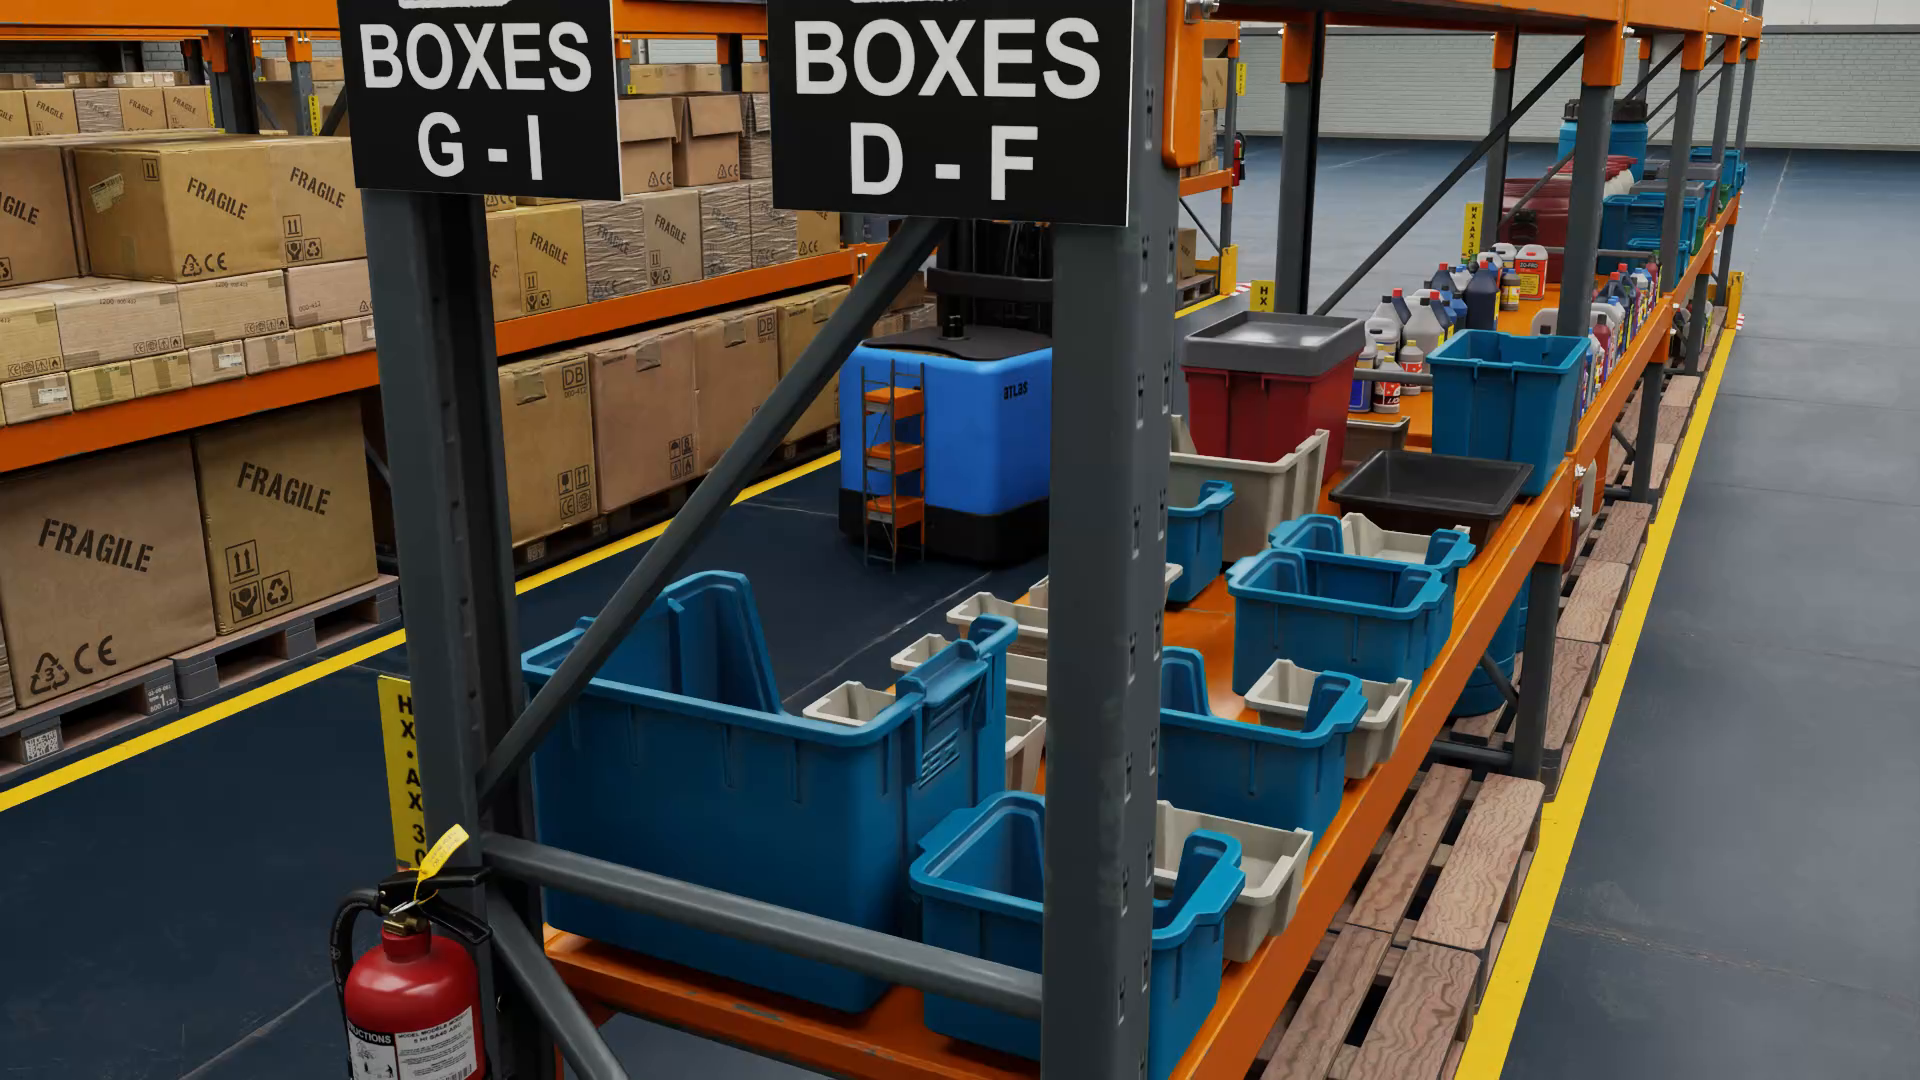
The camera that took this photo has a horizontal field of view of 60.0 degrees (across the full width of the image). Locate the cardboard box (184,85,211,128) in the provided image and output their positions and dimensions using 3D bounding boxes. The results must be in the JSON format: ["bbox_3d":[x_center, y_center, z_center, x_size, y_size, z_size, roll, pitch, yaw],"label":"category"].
[{"bbox_3d":[-8.188,-4.701,18.148,0.500,0.500,0.500,8,18,24],"label":"cardboard box"}]

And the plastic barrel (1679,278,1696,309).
[{"bbox_3d":[6.448,-2.288,15.090,0.421,0.512,0.421,0,17,0],"label":"plastic barrel"}]

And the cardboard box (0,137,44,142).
[{"bbox_3d":[-6.581,-2.708,11.532,0.380,0.149,0.250,8,18,25],"label":"cardboard box"}]

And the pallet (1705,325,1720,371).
[{"bbox_3d":[5.991,-1.706,14.397,1.003,0.211,1.213,8,18,25],"label":"pallet"}]

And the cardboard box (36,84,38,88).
[{"bbox_3d":[-12.079,-5.776,21.364,0.380,0.149,0.250,8,18,24],"label":"cardboard box"}]

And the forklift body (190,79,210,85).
[{"bbox_3d":[-10.057,-4.983,22.025,2.313,2.155,1.214,8,18,25],"label":"forklift body"}]

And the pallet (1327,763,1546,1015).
[{"bbox_3d":[1.242,1.002,5.281,1.003,0.211,1.213,8,18,25],"label":"pallet"}]

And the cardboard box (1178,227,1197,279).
[{"bbox_3d":[2.172,-3.060,17.712,0.500,0.500,0.500,12,20,36],"label":"cardboard box"}]

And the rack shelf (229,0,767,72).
[{"bbox_3d":[-2.002,-2.760,9.043,1.077,0.370,4.000,8,18,25],"label":"rack shelf"}]

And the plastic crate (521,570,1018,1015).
[{"bbox_3d":[-0.269,0.337,2.455,0.616,0.435,0.499,8,18,25],"label":"plastic crate"}]

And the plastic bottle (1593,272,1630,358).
[{"bbox_3d":[2.762,-0.958,7.067,0.144,0.351,0.185,8,18,25],"label":"plastic bottle"}]

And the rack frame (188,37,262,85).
[{"bbox_3d":[-8.187,-4.456,18.759,1.000,3.000,0.127,8,18,25],"label":"rack frame"}]

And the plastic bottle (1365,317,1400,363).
[{"bbox_3d":[1.586,-0.702,6.339,0.152,0.276,0.135,8,18,25],"label":"plastic bottle"}]

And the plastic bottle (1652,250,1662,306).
[{"bbox_3d":[3.524,-1.333,8.449,0.061,0.283,0.133,8,18,25],"label":"plastic bottle"}]

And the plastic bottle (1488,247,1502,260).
[{"bbox_3d":[2.764,-1.389,8.660,0.097,0.271,0.097,0,17,0],"label":"plastic bottle"}]

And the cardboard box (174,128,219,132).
[{"bbox_3d":[-5.882,-3.105,12.869,0.380,0.149,0.250,8,18,25],"label":"cardboard box"}]

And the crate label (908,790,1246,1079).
[{"bbox_3d":[0.153,0.522,2.187,0.416,0.233,0.303,8,18,25],"label":"crate label"}]

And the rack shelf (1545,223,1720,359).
[{"bbox_3d":[4.216,-1.711,10.779,1.077,0.370,4.000,8,18,25],"label":"rack shelf"}]

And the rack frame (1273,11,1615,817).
[{"bbox_3d":[1.535,-0.527,5.531,1.000,3.000,0.127,8,18,25],"label":"rack frame"}]

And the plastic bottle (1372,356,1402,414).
[{"bbox_3d":[1.542,-0.562,5.999,0.097,0.201,0.097,0,17,0],"label":"plastic bottle"}]

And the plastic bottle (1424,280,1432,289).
[{"bbox_3d":[2.037,-0.992,7.302,0.061,0.283,0.133,8,18,25],"label":"plastic bottle"}]

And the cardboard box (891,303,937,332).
[{"bbox_3d":[-0.590,-1.505,12.441,0.700,0.500,0.500,6,18,21],"label":"cardboard box"}]

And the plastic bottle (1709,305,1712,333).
[{"bbox_3d":[6.270,-1.869,14.061,0.152,0.276,0.135,8,18,24],"label":"plastic bottle"}]

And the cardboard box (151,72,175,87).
[{"bbox_3d":[-8.487,-4.835,17.461,0.380,0.149,0.250,8,18,24],"label":"cardboard box"}]

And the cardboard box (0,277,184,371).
[{"bbox_3d":[-3.315,-0.820,6.258,0.500,0.250,0.500,9,19,26],"label":"cardboard box"}]

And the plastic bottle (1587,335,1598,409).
[{"bbox_3d":[2.247,-0.630,6.097,0.152,0.276,0.135,8,18,25],"label":"plastic bottle"}]

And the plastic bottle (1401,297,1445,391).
[{"bbox_3d":[1.782,-0.761,6.405,0.144,0.351,0.185,8,18,25],"label":"plastic bottle"}]

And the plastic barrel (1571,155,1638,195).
[{"bbox_3d":[4.486,-2.414,11.646,0.433,0.535,0.433,0,17,0],"label":"plastic barrel"}]

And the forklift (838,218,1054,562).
[{"bbox_3d":[0.618,-1.654,9.445,1.130,2.935,3.031,12,20,34],"label":"forklift"}]

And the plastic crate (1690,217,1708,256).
[{"bbox_3d":[4.584,-1.984,10.808,0.450,0.188,0.662,8,18,25],"label":"plastic crate"}]

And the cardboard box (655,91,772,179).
[{"bbox_3d":[-1.449,-2.521,10.306,0.797,0.503,0.637,9,19,27],"label":"cardboard box"}]

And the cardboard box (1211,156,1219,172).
[{"bbox_3d":[2.524,-3.995,17.647,0.380,0.149,0.250,8,18,25],"label":"cardboard box"}]

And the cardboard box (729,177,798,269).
[{"bbox_3d":[-1.335,-1.941,10.115,0.500,0.500,0.500,8,18,25],"label":"cardboard box"}]

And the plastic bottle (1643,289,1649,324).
[{"bbox_3d":[3.222,-1.133,7.921,0.097,0.201,0.097,0,17,0],"label":"plastic bottle"}]

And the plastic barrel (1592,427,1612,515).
[{"bbox_3d":[3.119,-0.580,8.784,0.600,0.830,0.708,8,18,25],"label":"plastic barrel"}]

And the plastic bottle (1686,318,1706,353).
[{"bbox_3d":[5.842,-1.659,13.221,0.144,0.351,0.185,9,19,27],"label":"plastic bottle"}]

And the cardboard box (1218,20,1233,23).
[{"bbox_3d":[2.478,-5.425,17.016,0.500,0.250,0.500,9,19,27],"label":"cardboard box"}]

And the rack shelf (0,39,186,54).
[{"bbox_3d":[-11.735,-6.689,22.272,1.077,0.370,4.000,8,18,25],"label":"rack shelf"}]

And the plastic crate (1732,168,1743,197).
[{"bbox_3d":[6.646,-3.182,14.732,0.499,0.251,0.408,8,18,25],"label":"plastic crate"}]

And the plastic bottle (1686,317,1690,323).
[{"bbox_3d":[5.959,-1.711,13.536,0.097,0.271,0.097,0,17,0],"label":"plastic bottle"}]

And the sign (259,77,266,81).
[{"bbox_3d":[-7.688,-4.941,18.359,0.100,0.325,0.005,8,18,25],"label":"sign"}]

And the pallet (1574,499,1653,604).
[{"bbox_3d":[3.008,-0.003,8.665,1.003,0.211,1.213,8,18,25],"label":"pallet"}]

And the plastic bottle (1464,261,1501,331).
[{"bbox_3d":[2.342,-1.075,7.462,0.144,0.351,0.185,8,18,25],"label":"plastic bottle"}]

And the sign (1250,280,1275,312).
[{"bbox_3d":[1.044,-0.730,5.729,0.100,0.325,0.005,8,18,25],"label":"sign"}]

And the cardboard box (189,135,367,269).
[{"bbox_3d":[-2.862,-1.436,7.016,0.500,0.500,0.500,9,19,27],"label":"cardboard box"}]

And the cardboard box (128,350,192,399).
[{"bbox_3d":[-3.198,-0.655,6.404,0.380,0.149,0.250,8,19,26],"label":"cardboard box"}]

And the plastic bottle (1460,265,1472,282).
[{"bbox_3d":[2.394,-1.179,7.951,0.097,0.271,0.097,0,17,0],"label":"plastic bottle"}]

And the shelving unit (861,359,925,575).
[{"bbox_3d":[-0.336,-0.371,8.429,0.215,1.050,0.252,12,20,34],"label":"shelving unit"}]

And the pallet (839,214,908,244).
[{"bbox_3d":[-0.885,-2.279,11.767,1.213,0.211,1.003,8,18,25],"label":"pallet"}]

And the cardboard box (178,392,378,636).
[{"bbox_3d":[-3.262,-0.182,7.364,0.875,0.875,0.875,8,18,25],"label":"cardboard box"}]

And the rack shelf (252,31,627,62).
[{"bbox_3d":[-4.607,-4.436,14.685,1.077,0.370,4.000,8,18,25],"label":"rack shelf"}]

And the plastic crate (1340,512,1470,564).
[{"bbox_3d":[1.026,0.052,3.938,0.293,0.136,0.466,8,18,25],"label":"plastic crate"}]
